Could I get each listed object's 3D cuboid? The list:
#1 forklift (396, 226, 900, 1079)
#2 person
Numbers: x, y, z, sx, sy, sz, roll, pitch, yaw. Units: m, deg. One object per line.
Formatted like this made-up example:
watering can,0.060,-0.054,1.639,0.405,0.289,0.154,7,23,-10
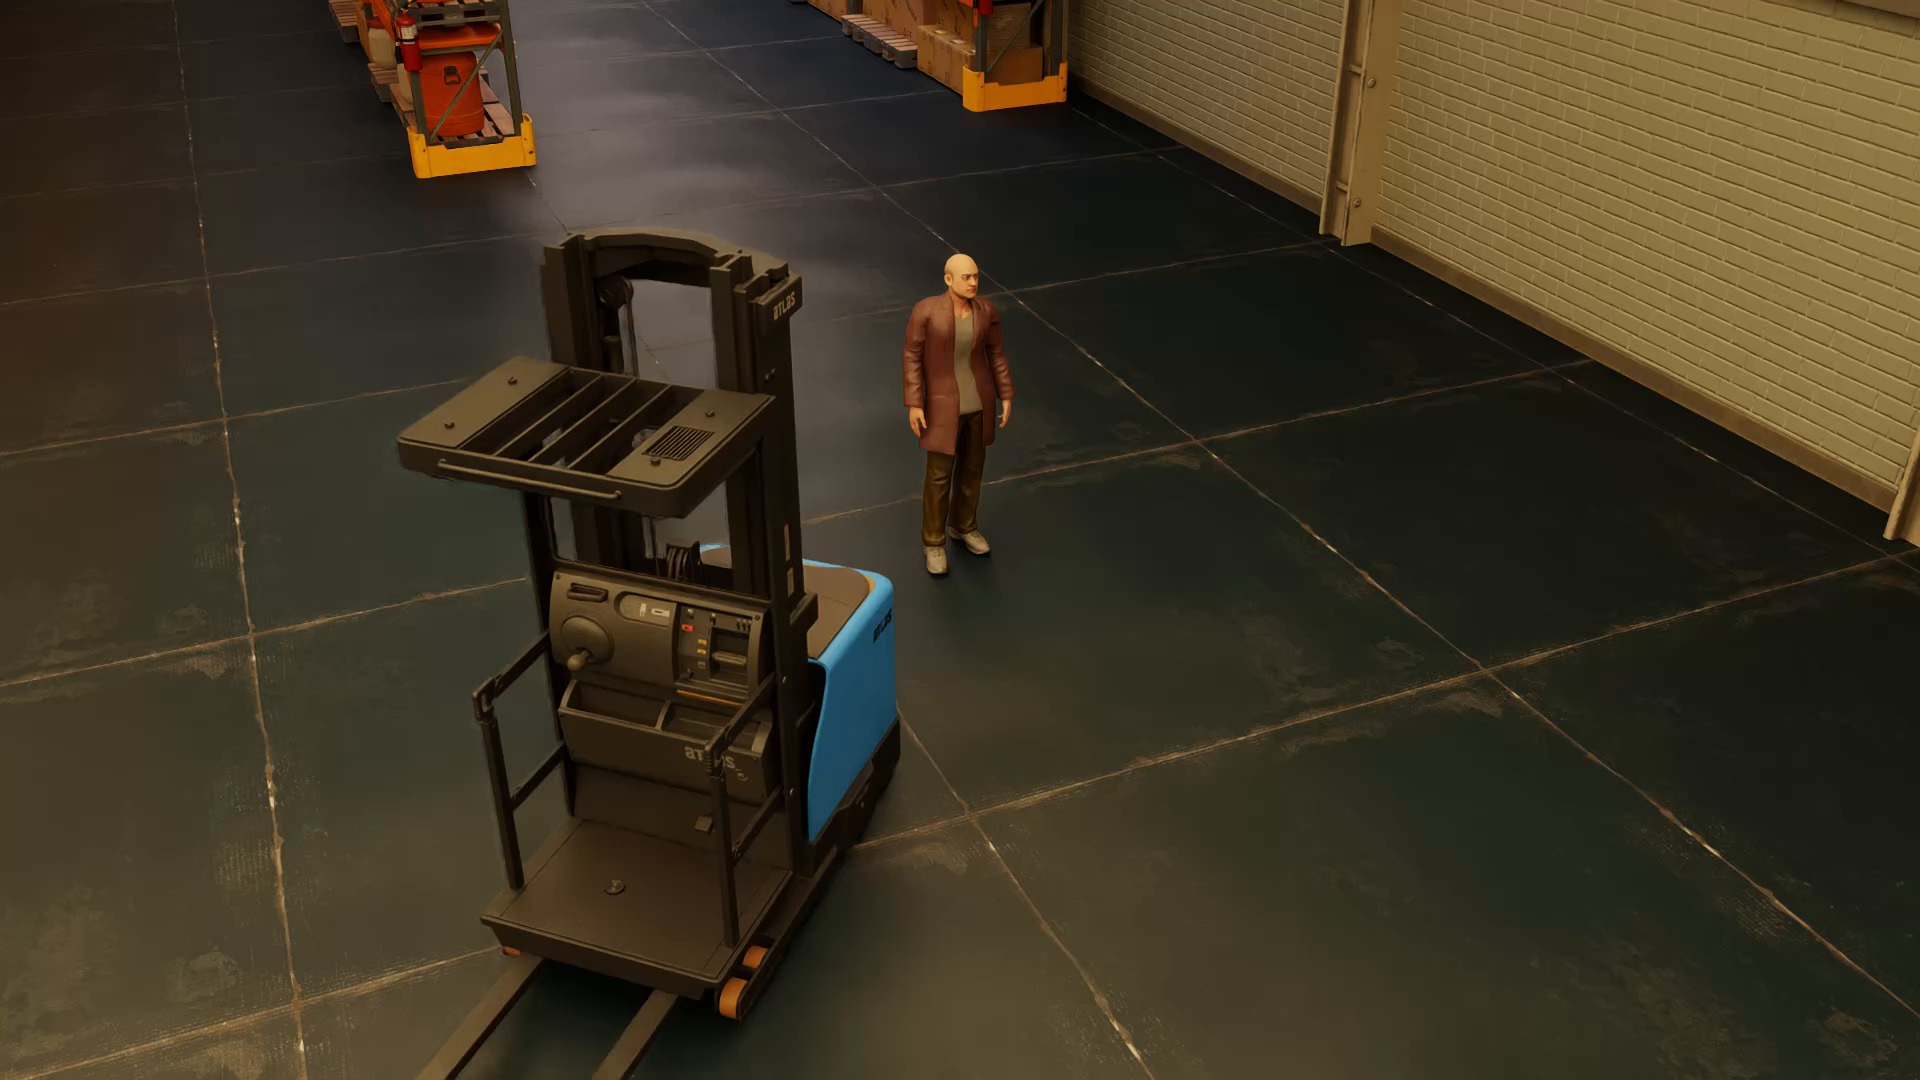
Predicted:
forklift,-1.271,0.425,6.377,1.130,2.935,3.031,10,31,17
person,0.032,-0.736,9.554,0.696,1.776,0.582,-12,32,-20
